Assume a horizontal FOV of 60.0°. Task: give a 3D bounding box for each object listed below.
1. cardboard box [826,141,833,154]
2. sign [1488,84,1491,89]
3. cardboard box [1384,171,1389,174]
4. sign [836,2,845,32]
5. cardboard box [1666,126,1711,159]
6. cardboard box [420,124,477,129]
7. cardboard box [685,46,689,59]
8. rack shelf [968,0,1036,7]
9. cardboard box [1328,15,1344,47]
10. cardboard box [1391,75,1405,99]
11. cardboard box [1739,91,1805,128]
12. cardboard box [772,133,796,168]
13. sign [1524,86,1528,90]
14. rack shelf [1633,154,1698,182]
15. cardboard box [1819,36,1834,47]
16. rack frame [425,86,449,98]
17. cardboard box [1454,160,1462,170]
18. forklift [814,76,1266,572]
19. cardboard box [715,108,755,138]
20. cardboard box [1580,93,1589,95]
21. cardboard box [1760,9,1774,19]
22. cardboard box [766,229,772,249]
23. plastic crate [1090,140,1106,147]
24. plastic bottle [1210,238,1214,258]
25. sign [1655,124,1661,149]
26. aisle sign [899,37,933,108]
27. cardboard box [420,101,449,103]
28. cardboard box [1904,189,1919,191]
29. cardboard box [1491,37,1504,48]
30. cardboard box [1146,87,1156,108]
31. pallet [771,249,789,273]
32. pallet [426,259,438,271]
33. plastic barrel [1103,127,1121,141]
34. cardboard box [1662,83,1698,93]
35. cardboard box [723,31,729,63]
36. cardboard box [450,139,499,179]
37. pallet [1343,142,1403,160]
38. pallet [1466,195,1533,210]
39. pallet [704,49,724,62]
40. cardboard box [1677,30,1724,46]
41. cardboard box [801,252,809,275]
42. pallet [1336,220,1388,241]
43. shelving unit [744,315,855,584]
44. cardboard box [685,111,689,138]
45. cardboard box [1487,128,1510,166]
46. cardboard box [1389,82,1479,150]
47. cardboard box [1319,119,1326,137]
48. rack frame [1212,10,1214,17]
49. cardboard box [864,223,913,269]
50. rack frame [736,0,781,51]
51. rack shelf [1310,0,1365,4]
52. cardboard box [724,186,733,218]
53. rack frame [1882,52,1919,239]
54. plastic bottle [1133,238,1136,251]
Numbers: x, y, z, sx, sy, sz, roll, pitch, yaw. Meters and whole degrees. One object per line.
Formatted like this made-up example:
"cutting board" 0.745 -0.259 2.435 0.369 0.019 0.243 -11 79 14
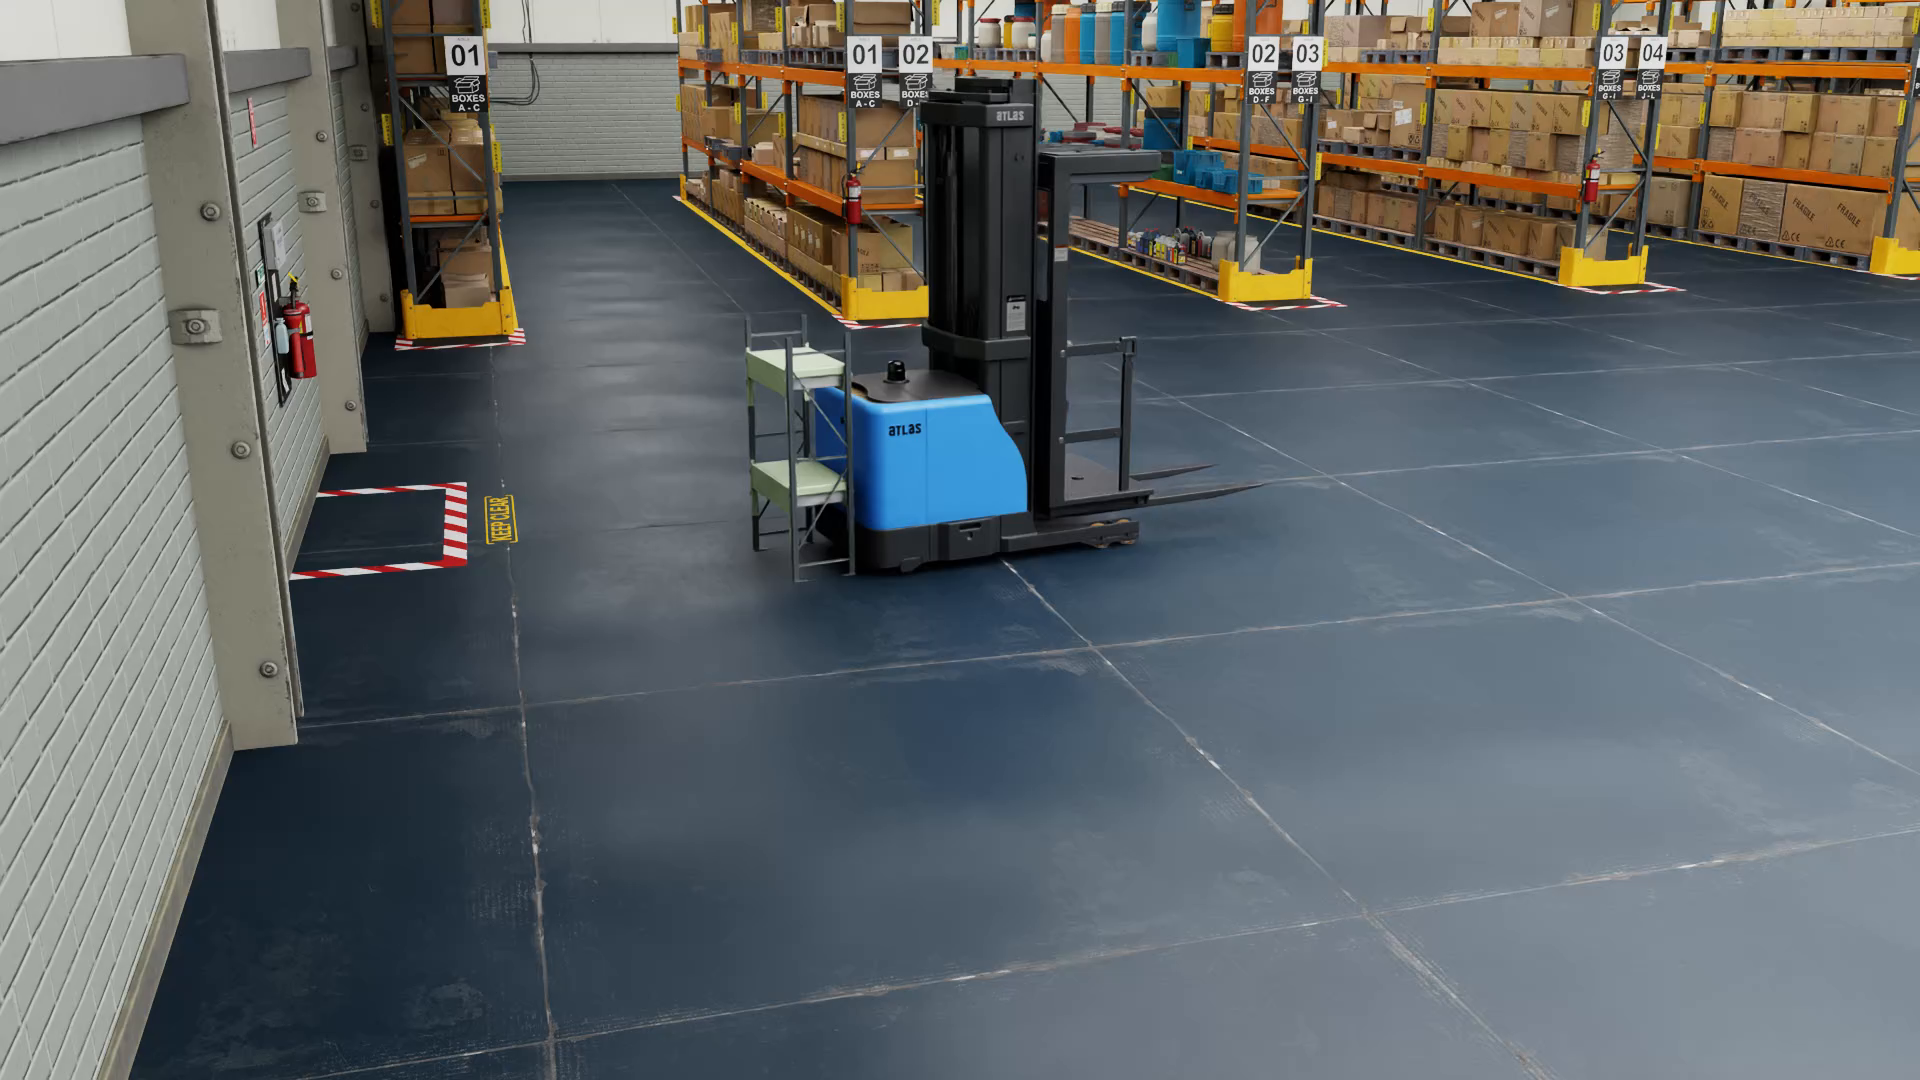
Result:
"cardboard box" -1.463 -4.919 20.813 0.380 0.149 0.250 -4 17 -14
"sign" 14.218 -12.236 45.035 0.339 0.242 0.001 -5 17 -15
"cardboard box" 9.488 -8.064 36.291 0.380 0.149 0.250 -4 17 -13
"sign" -1.343 -5.896 18.750 0.100 0.325 0.005 -5 17 -15
"cardboard box" 12.006 -6.536 27.323 0.500 0.500 0.500 -5 17 -16
"cardboard box" -7.143 -5.563 23.318 0.700 0.500 0.500 -2 17 -8
"cardboard box" -5.054 -9.463 32.287 0.500 0.250 0.500 -5 17 -15
"rack shelf" 1.198 -9.606 29.234 1.077 0.370 4.000 -5 17 -15
"cardboard box" 6.528 -8.540 27.912 0.500 0.500 0.500 -5 17 -15
"cardboard box" 9.544 -9.641 35.404 0.500 0.500 0.500 -4 17 -14
"cardboard box" 12.737 -6.706 25.926 0.875 0.550 0.550 -5 17 -15
"cardboard box" -2.539 -5.910 25.239 0.500 0.500 0.500 -6 18 -18
"sign" 13.305 -10.514 39.097 0.100 0.325 0.005 -5 17 -15
"rack shelf" 11.856 -6.574 28.872 1.077 0.370 4.000 -5 17 -15
"cardboard box" 12.739 -7.240 24.161 0.380 0.149 0.250 -5 17 -15
"rack frame" -9.976 -8.145 32.854 1.000 3.000 0.127 -5 17 -15
"cardboard box" 7.609 -5.592 24.790 0.380 0.149 0.250 -5 17 -15
"forklift" 0.607 -1.476 10.770 3.031 2.935 1.130 -8 18 -25
"cardboard box" -3.950 -7.346 29.291 0.700 0.500 0.500 -2 17 -6
"cardboard box" 8.689 -5.876 22.871 0.500 0.500 0.500 -5 17 -15
"cardboard box" 12.390 -7.974 25.216 0.380 0.149 0.250 -5 17 -16
"cardboard box" -2.588 -4.476 24.689 0.500 0.250 0.500 -4 17 -14
"plastic crate" 2.245 -5.882 25.347 0.392 0.384 0.575 -5 17 -15
"plastic bottle" 3.570 -4.111 23.403 0.097 0.271 0.097 0 17 0
"sign" 9.230 -5.352 22.050 0.100 0.325 0.005 -5 17 -15
"aisle sign" -0.505 -5.363 19.074 0.394 0.787 0.004 -5 17 -15
"cardboard box" -8.428 -6.882 26.620 0.500 0.250 0.500 -5 17 -17
"cardboard box" 16.790 -6.070 29.784 0.950 0.372 0.625 -4 17 -12
"cardboard box" 7.797 -7.084 23.676 0.380 0.149 0.250 -5 17 -16
"cardboard box" 4.321 -9.457 35.662 0.500 0.500 0.500 -5 17 -17
"pallet" -2.157 -4.084 24.180 1.003 0.211 1.213 -5 17 -15
"pallet" -6.894 -3.706 22.921 1.003 0.211 1.213 -5 17 -15
"plastic barrel" 2.474 -6.279 26.404 0.433 0.535 0.433 0 17 0
"cardboard box" 14.950 -9.241 34.590 0.500 0.500 0.500 -5 17 -16
"cardboard box" -3.451 -8.212 27.690 0.910 0.500 0.500 -5 17 -15
"cardboard box" -5.548 -4.310 19.008 0.500 0.500 0.500 -5 17 -15
"pallet" 7.093 -6.471 27.614 1.003 0.211 1.213 -5 17 -15
"pallet" 10.762 -6.689 32.853 1.003 0.211 1.213 -5 17 -15
"pallet" -3.715 -8.305 28.500 1.213 0.211 1.003 -5 17 -15
"cardboard box" 12.058 -8.161 27.051 0.500 0.250 0.500 -5 17 -15
"cardboard box" -1.816 -3.673 22.016 0.500 0.250 0.500 -5 17 -15
"pallet" 7.055 -5.219 27.958 1.003 0.211 1.213 -5 17 -15
"shelving unit" -0.990 -0.576 10.264 0.431 1.500 0.755 -8 18 -25
"cardboard box" -5.199 -8.300 33.195 0.500 0.500 0.500 -5 17 -16
"cardboard box" 8.109 -5.649 23.852 0.875 0.500 0.500 -5 17 -15
"cardboard box" 7.526 -6.720 26.337 1.000 1.000 1.000 -5 17 -15
"cardboard box" 6.638 -7.311 29.903 0.500 0.500 0.500 -4 17 -14
"rack frame" 5.411 -11.087 32.219 1.000 3.000 0.127 -5 17 -15
"cardboard box" -0.890 -3.660 20.667 0.500 0.500 0.500 -5 17 -15
"rack frame" -3.016 -9.198 25.931 1.000 3.000 0.127 -5 17 -15
"rack shelf" 7.060 -8.891 26.854 1.077 0.370 4.000 -5 17 -15
"cardboard box" -3.791 -5.866 28.848 0.500 0.500 0.500 -5 18 -17
"rack frame" 13.505 -5.258 23.244 1.000 3.000 0.127 -5 17 -15
"plastic bottle" 2.569 -4.301 24.154 0.097 0.201 0.097 0 17 0
